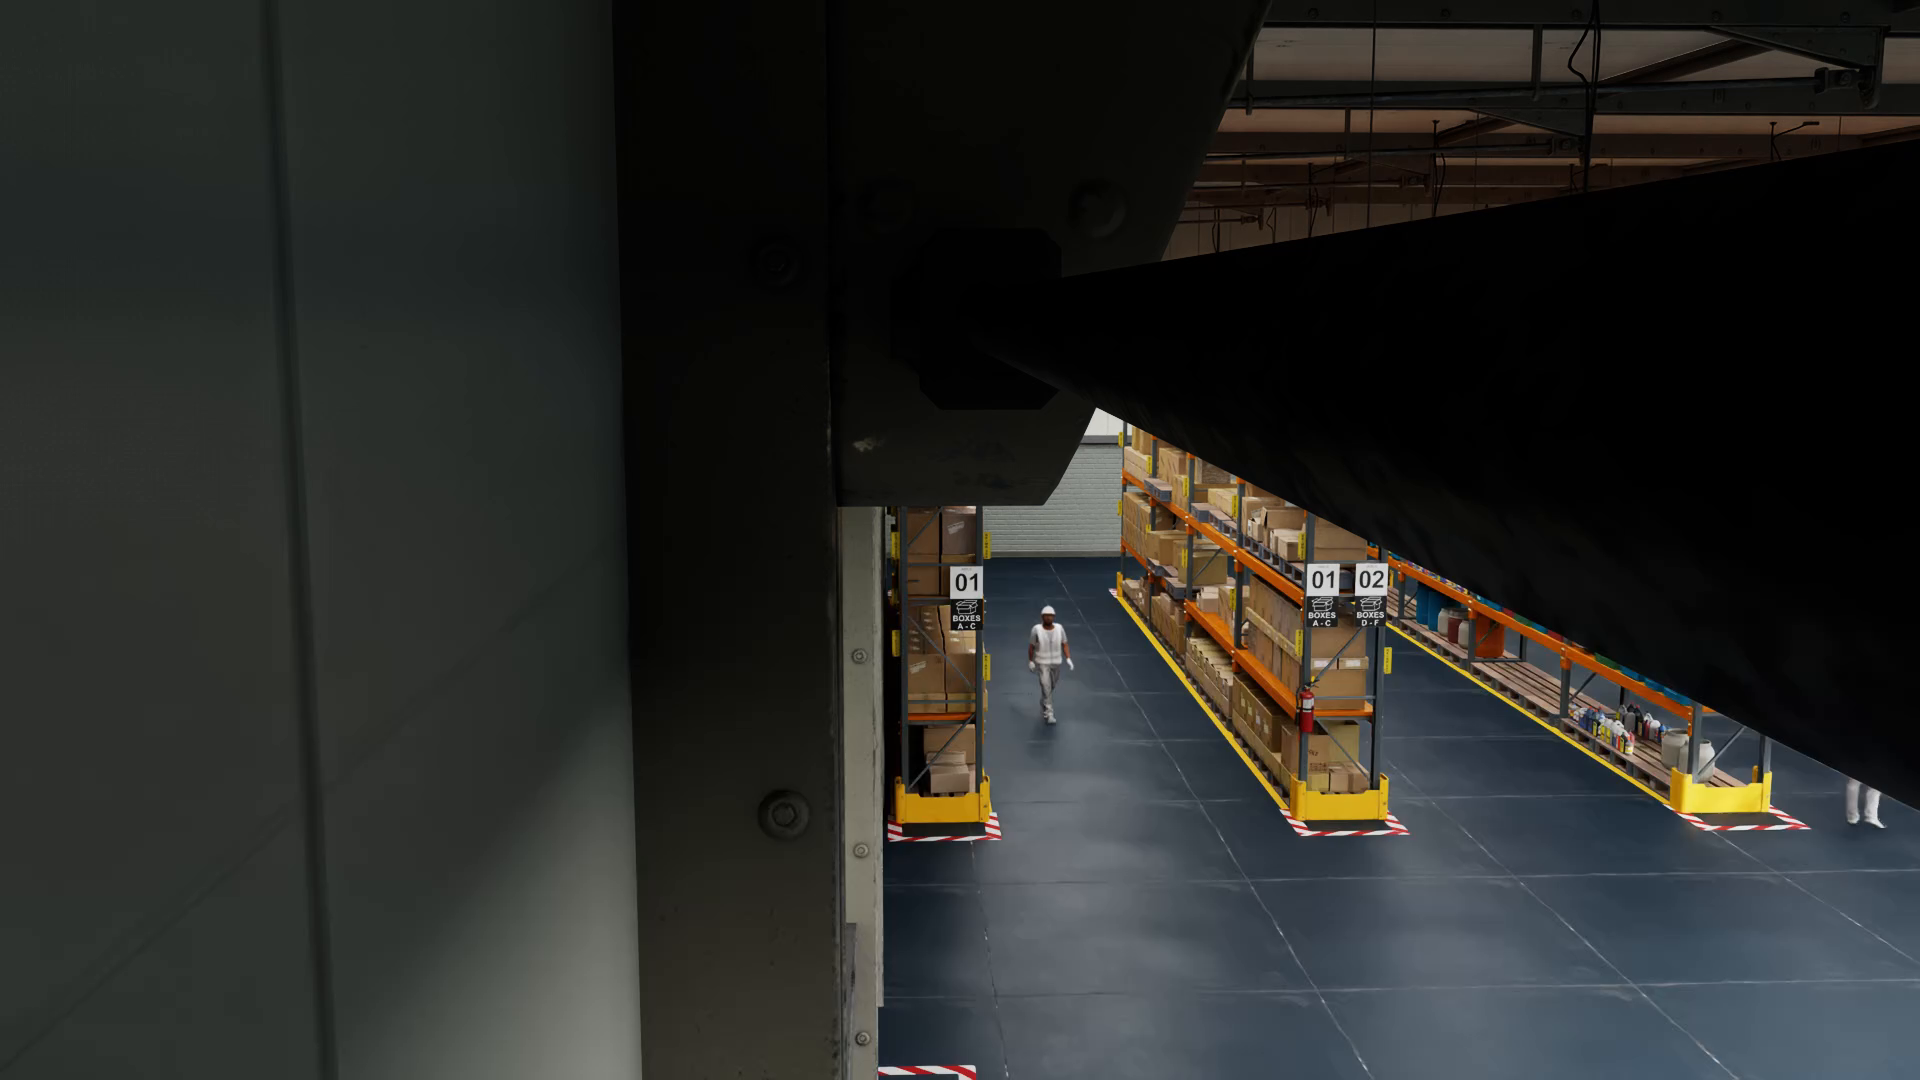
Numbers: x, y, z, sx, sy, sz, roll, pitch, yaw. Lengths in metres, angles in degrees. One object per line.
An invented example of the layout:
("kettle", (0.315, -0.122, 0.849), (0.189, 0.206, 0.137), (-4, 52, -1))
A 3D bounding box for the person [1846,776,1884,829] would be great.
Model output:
("person", (11.069, 2.622, 20.378), (0.587, 1.817, 0.440), (6, 10, 38))

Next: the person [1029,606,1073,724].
("person", (1.378, 1.882, 25.516), (0.569, 1.736, 1.087), (-3, 8, -17))
